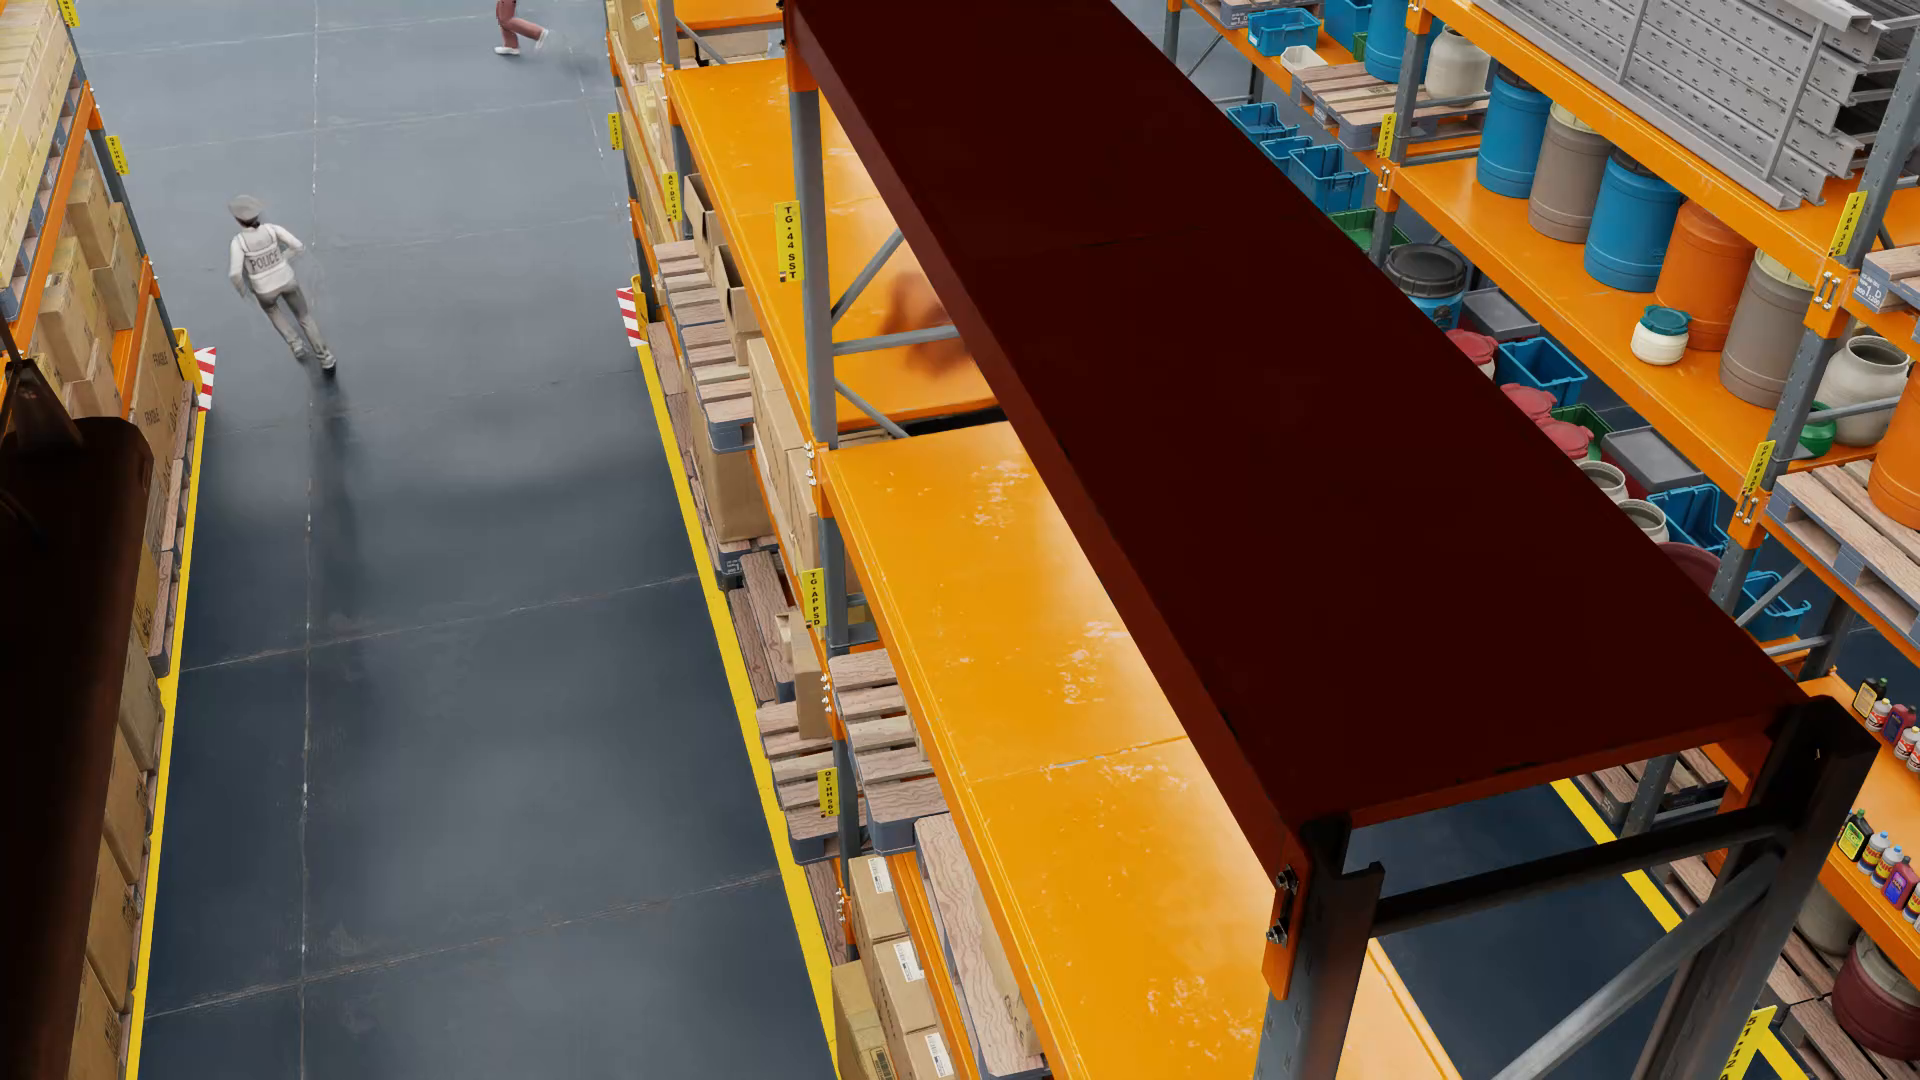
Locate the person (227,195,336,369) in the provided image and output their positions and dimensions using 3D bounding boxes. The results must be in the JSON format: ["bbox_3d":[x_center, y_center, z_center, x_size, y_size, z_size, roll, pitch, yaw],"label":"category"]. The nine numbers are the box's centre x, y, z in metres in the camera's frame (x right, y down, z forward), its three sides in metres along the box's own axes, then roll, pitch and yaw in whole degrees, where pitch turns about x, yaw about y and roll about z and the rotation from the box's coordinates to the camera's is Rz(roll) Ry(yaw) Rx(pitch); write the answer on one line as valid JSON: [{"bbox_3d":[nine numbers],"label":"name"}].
[{"bbox_3d":[-5.898,-2.171,14.244,0.675,1.685,0.645,-24,44,-27],"label":"person"}]

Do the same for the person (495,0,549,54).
[{"bbox_3d":[-5.307,-6.572,19.805,0.753,1.628,0.586,5,39,7],"label":"person"}]
